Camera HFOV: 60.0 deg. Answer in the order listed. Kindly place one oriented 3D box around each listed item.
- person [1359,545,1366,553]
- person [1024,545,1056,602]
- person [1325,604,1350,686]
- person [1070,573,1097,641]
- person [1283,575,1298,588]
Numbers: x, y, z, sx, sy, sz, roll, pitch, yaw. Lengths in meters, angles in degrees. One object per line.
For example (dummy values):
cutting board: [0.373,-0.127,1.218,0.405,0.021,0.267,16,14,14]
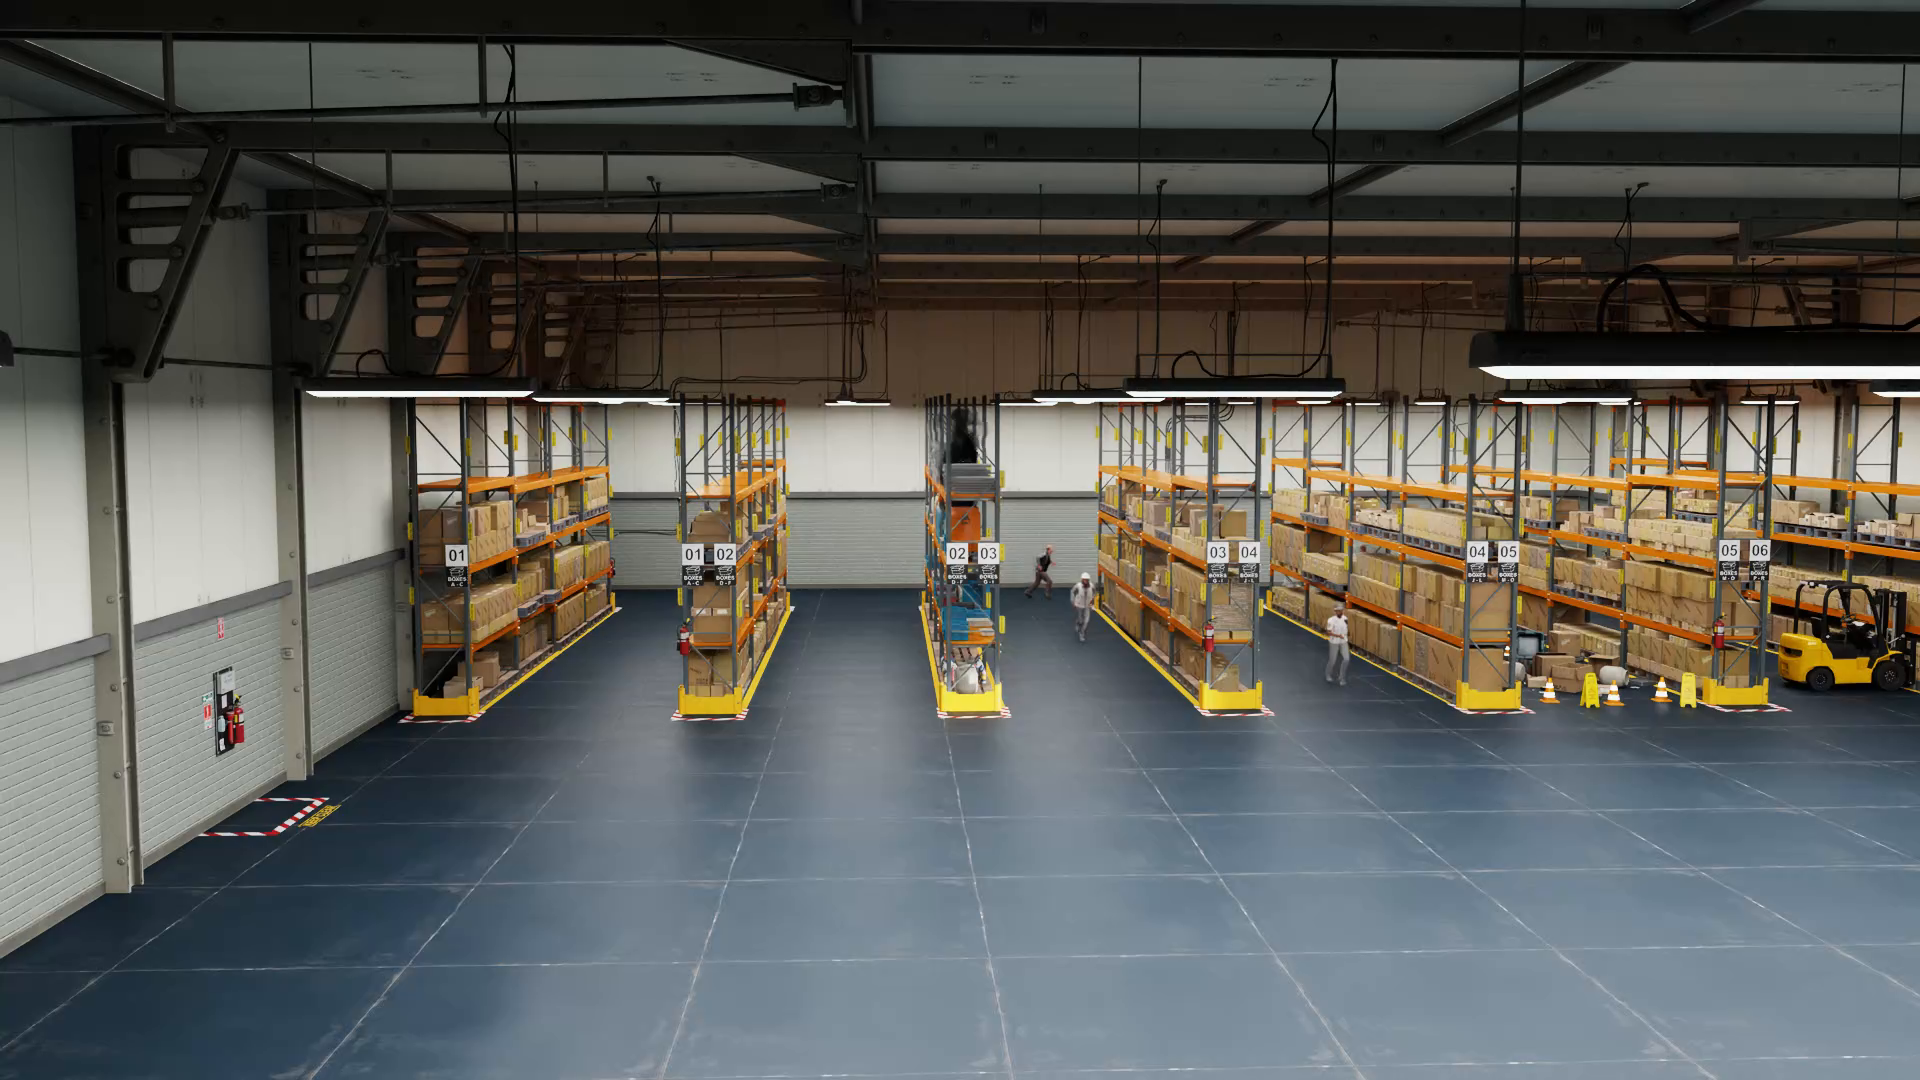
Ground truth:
person: [12.157,0.984,50.251,0.891,1.492,0.535,-2,5,-24]
person: [2.374,1.006,49.479,0.943,1.730,0.676,1,5,8]
person: [7.847,2.176,34.526,0.525,1.729,0.767,-1,5,-8]
person: [3.049,1.646,41.122,0.653,1.711,0.797,-1,5,-12]
person: [9.772,0.978,48.986,0.863,1.771,0.657,-1,5,-10]
